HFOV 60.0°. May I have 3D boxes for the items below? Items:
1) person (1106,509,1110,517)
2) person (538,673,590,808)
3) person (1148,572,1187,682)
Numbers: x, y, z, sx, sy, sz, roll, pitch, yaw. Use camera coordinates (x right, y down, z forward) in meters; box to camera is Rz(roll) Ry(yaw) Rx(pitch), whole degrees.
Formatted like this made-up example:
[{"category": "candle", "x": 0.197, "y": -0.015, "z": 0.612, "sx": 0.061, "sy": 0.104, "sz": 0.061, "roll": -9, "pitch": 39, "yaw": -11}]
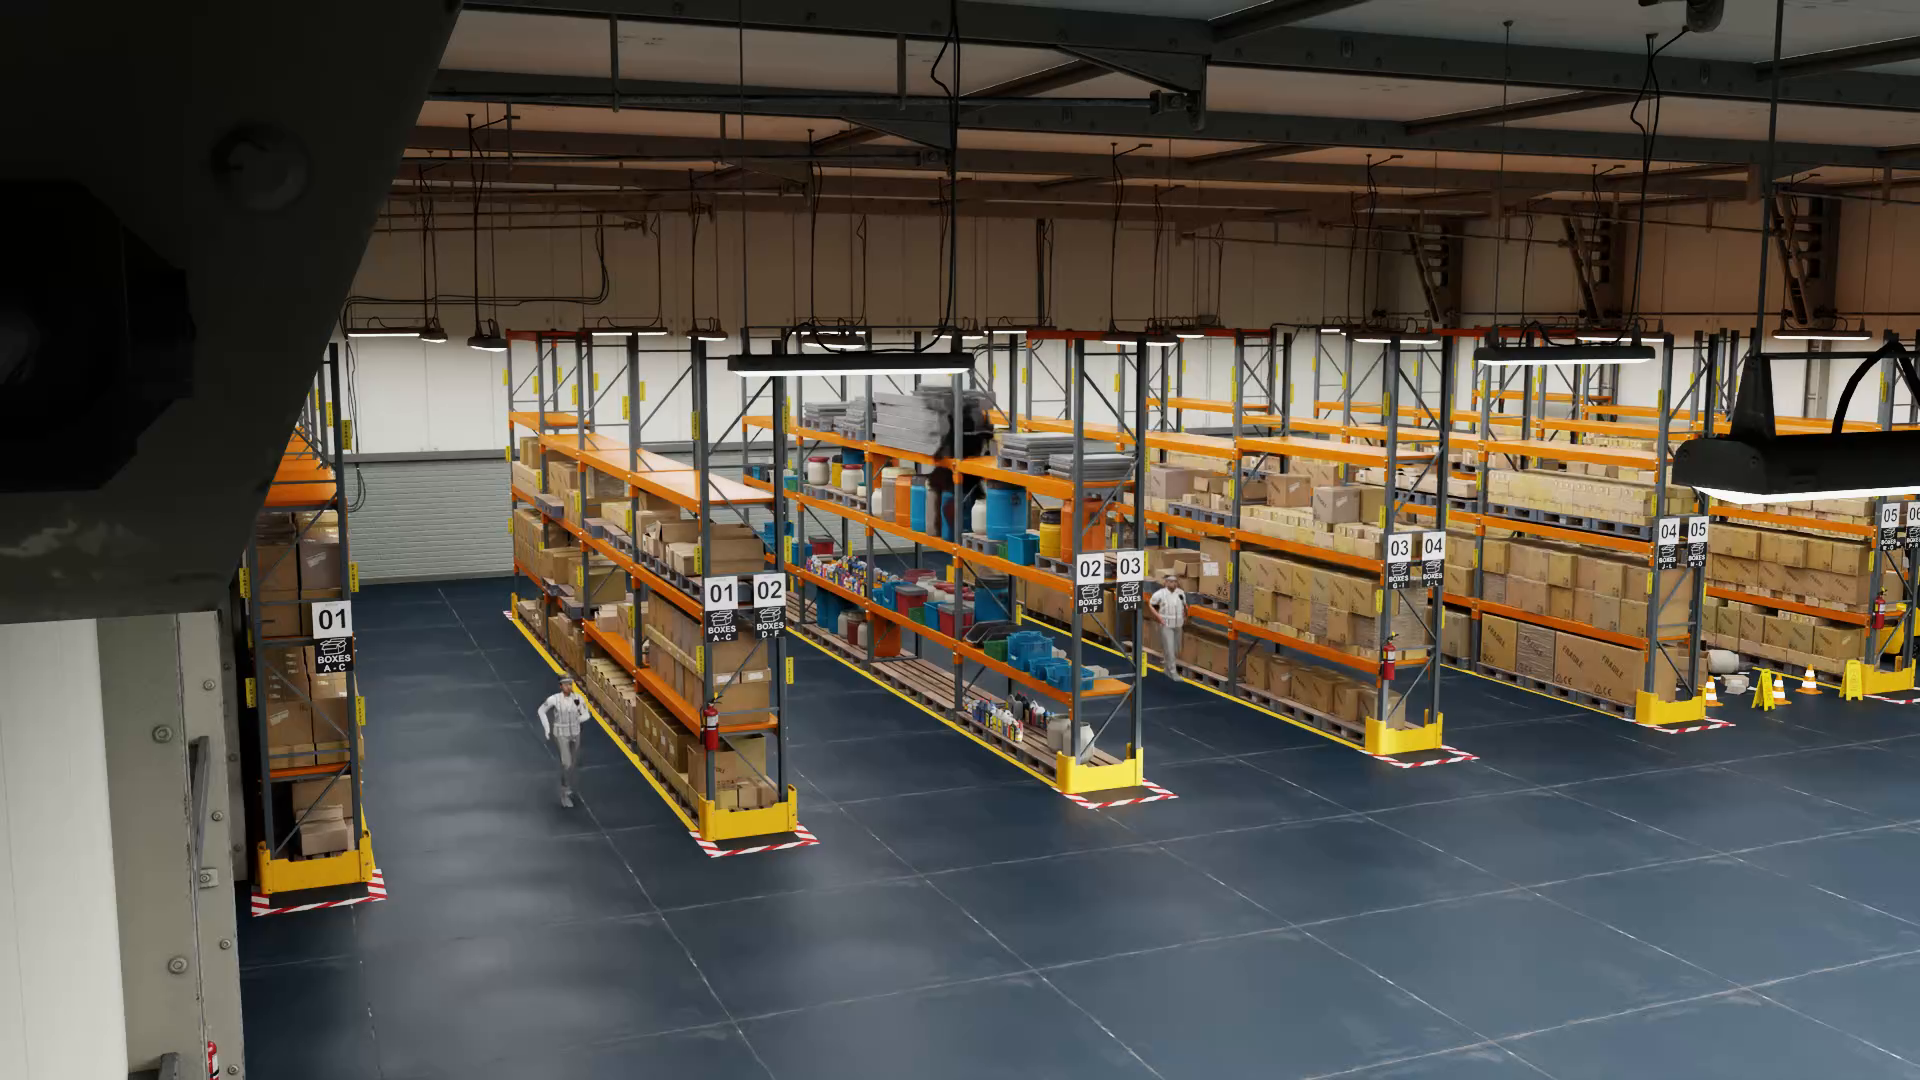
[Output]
[{"category": "person", "x": 3.337, "y": -0.064, "z": 40.886, "sx": 0.888, "sy": 1.682, "sz": 0.521, "roll": 4, "pitch": 9, "yaw": 26}, {"category": "person", "x": -5.095, "y": 2.575, "z": 21.567, "sx": 0.576, "sy": 1.749, "sz": 0.732, "roll": -5, "pitch": 9, "yaw": -35}, {"category": "person", "x": 3.493, "y": 1.431, "z": 27.600, "sx": 0.672, "sy": 1.825, "sz": 0.765, "roll": -3, "pitch": 8, "yaw": -23}]
